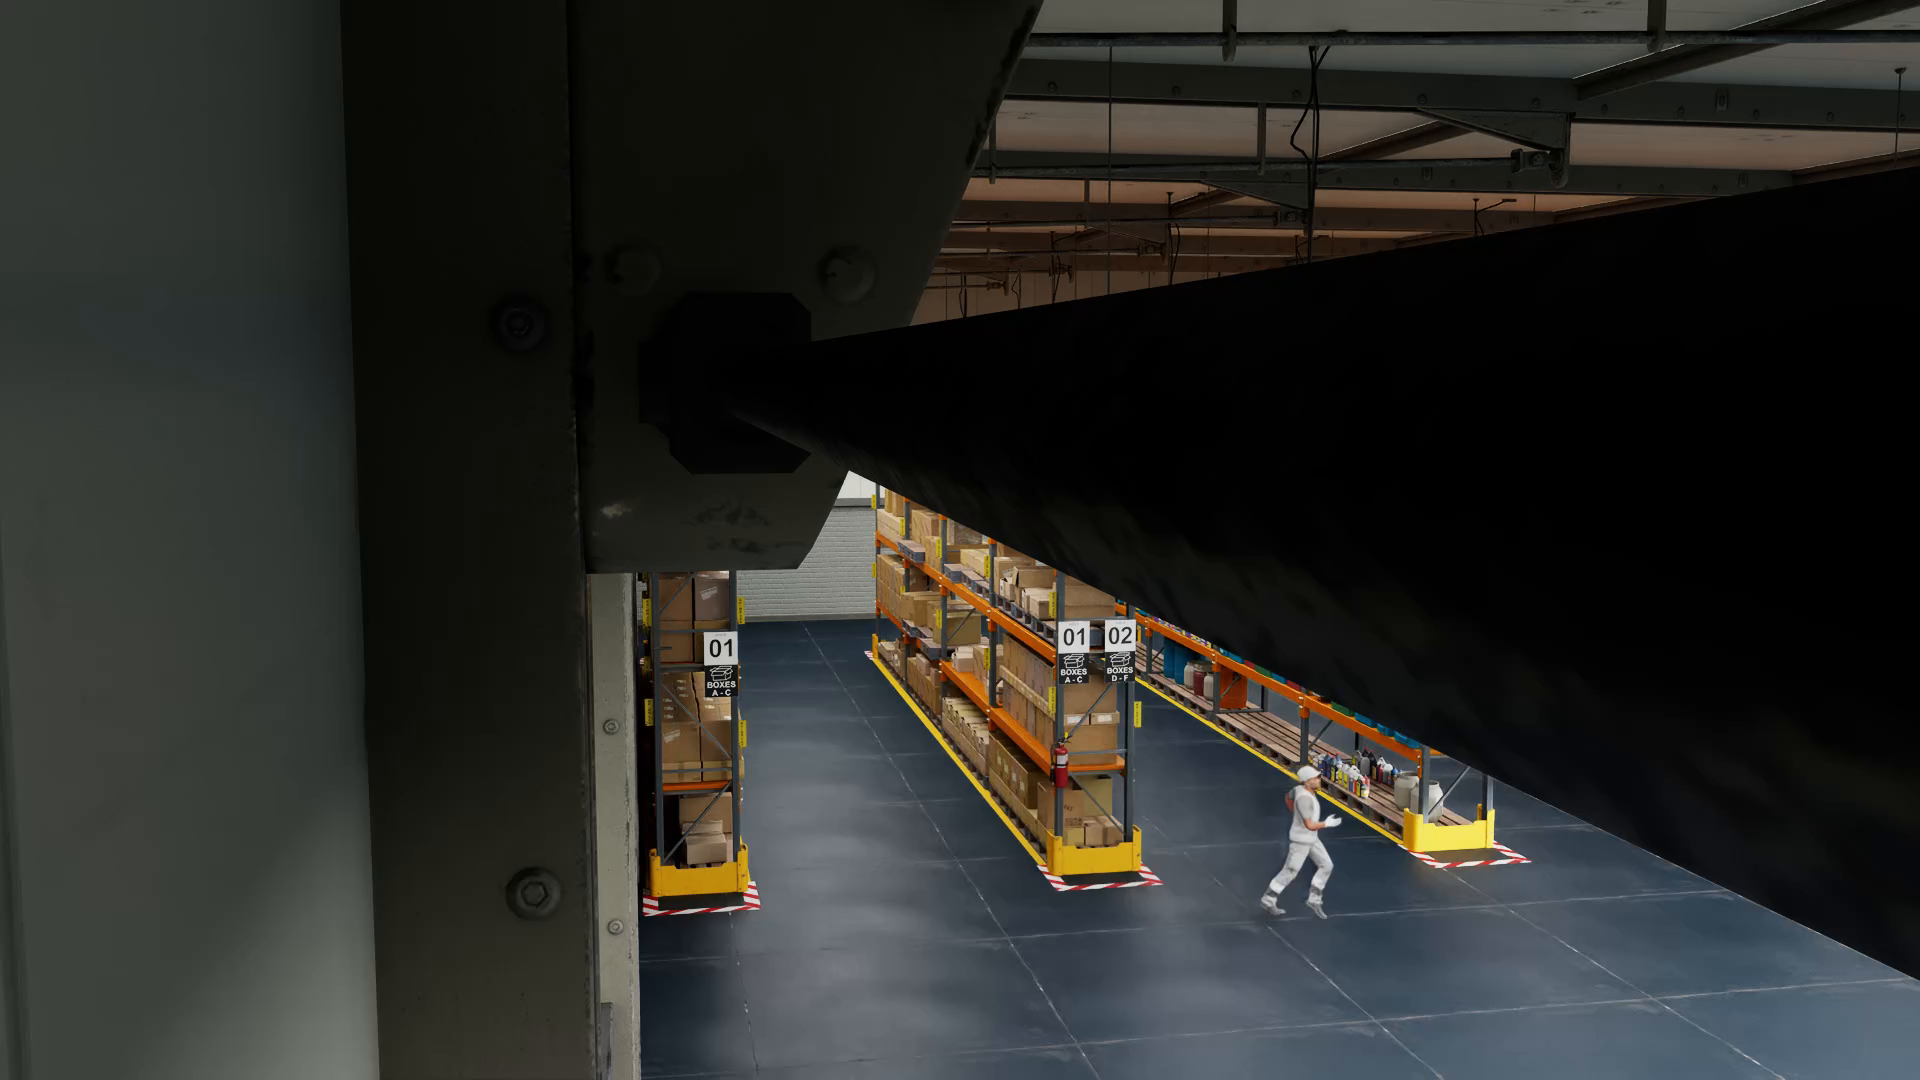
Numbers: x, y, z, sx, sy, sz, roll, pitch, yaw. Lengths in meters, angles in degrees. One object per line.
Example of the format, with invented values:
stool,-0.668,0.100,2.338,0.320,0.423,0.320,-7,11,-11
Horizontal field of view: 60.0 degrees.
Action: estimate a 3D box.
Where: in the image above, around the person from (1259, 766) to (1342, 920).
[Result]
person,3.935,3.480,19.138,0.907,1.817,0.676,2,6,18
